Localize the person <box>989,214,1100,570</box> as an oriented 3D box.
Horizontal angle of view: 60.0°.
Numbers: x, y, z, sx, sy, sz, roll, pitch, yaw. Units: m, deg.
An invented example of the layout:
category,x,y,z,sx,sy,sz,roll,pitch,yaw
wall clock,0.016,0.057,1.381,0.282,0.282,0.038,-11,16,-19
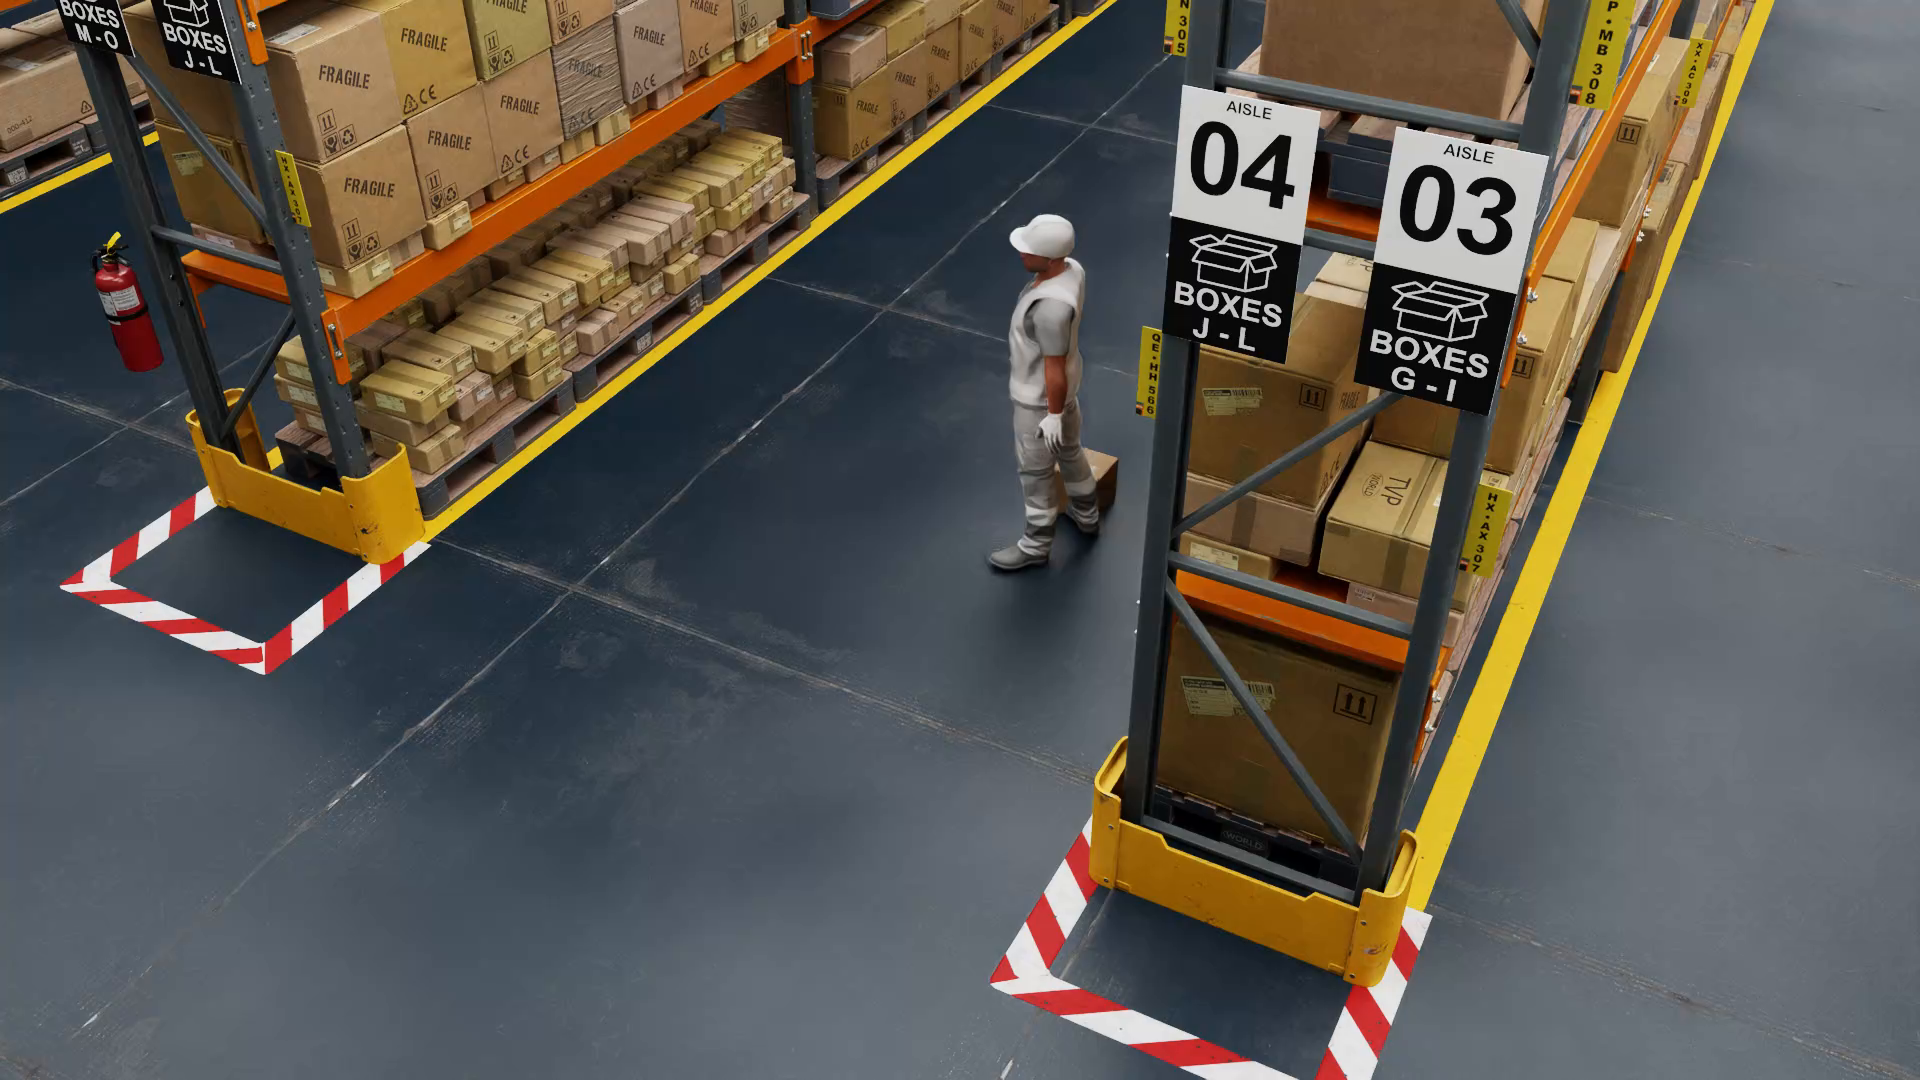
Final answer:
category,x,y,z,sx,sy,sz,roll,pitch,yaw
person,0.429,-0.704,7.626,0.472,1.789,0.671,9,38,11
